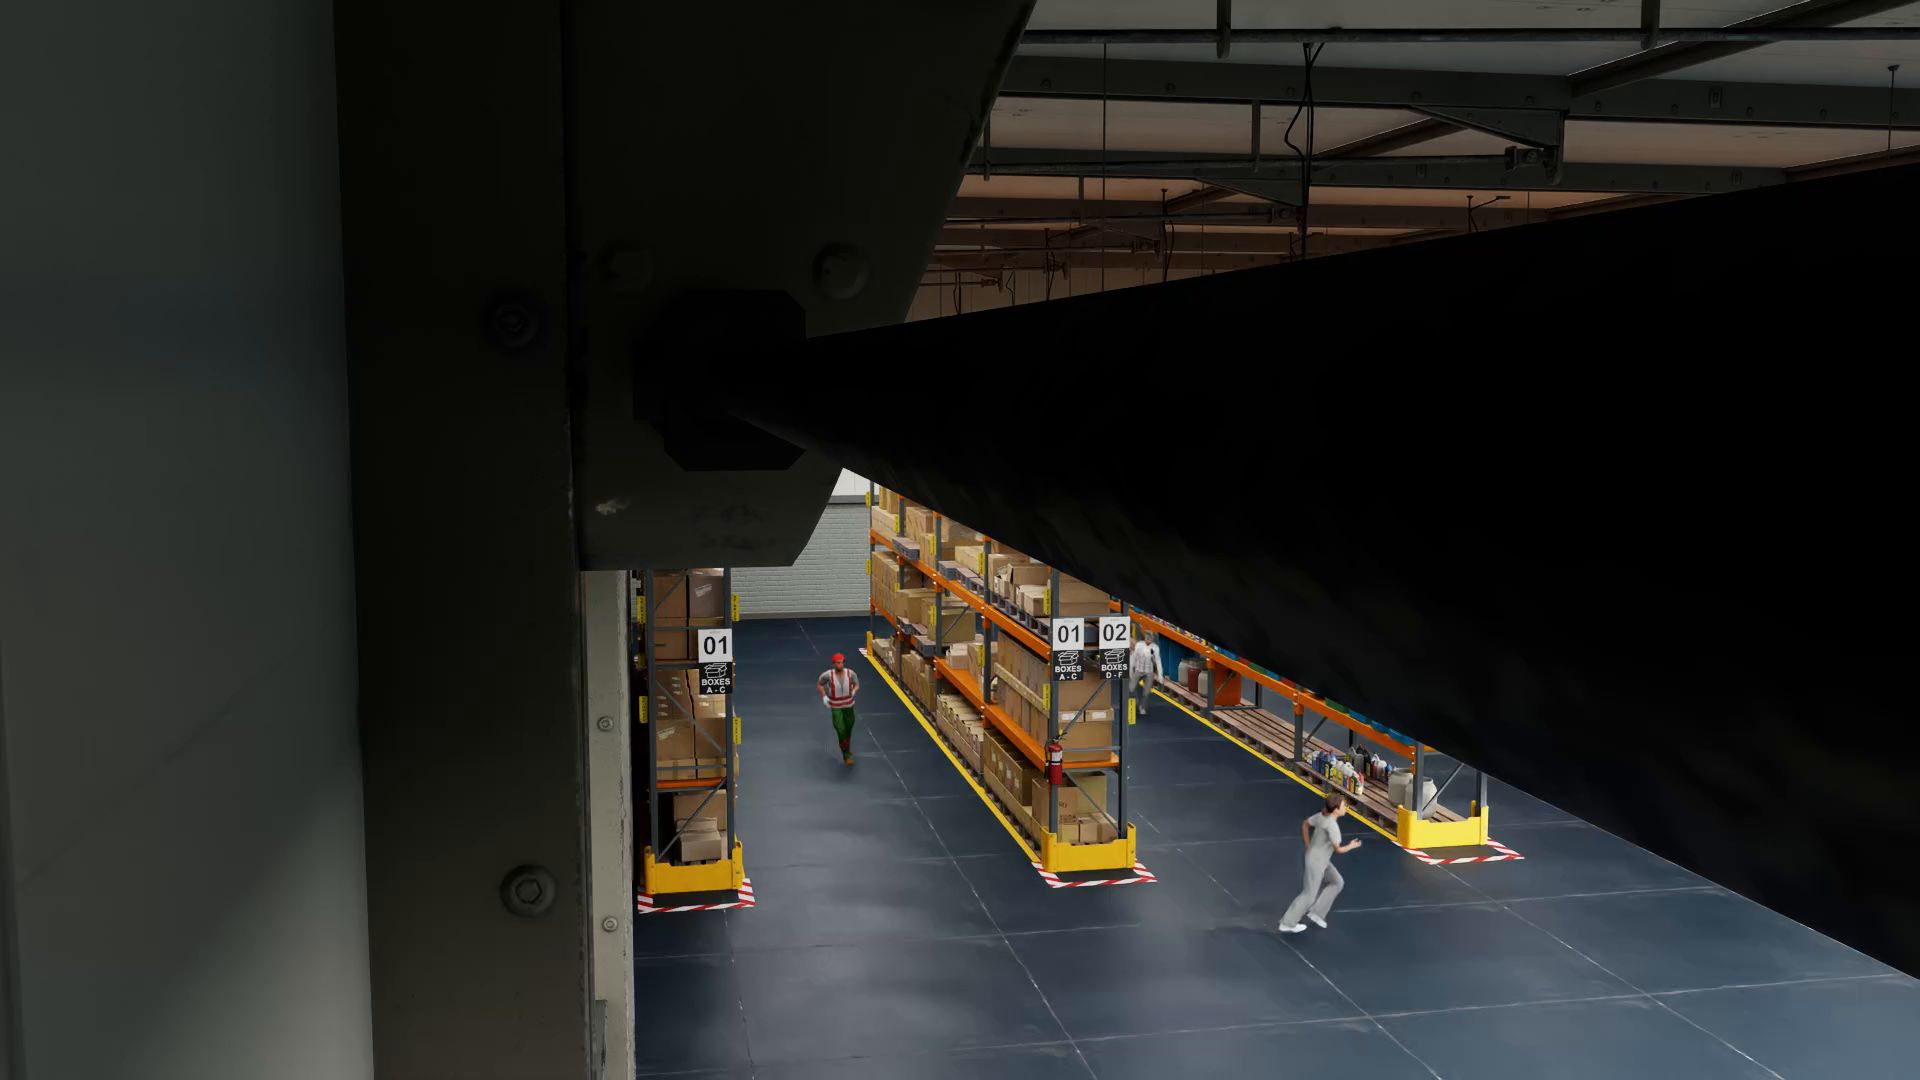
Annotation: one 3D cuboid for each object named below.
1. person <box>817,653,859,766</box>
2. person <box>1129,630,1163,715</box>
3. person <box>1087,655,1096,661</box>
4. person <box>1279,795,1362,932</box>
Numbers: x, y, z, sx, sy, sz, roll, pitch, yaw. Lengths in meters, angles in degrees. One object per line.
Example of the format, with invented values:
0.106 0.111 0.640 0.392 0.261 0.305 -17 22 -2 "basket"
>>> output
-1.914 2.663 26.552 0.653 1.761 0.878 -2 6 -22 "person"
3.348 2.385 30.145 0.728 1.591 0.601 2 6 16 "person"
2.667 2.106 33.796 0.539 1.416 0.938 2 6 17 "person"
4.020 3.603 18.547 0.900 1.578 0.556 0 6 4 "person"
